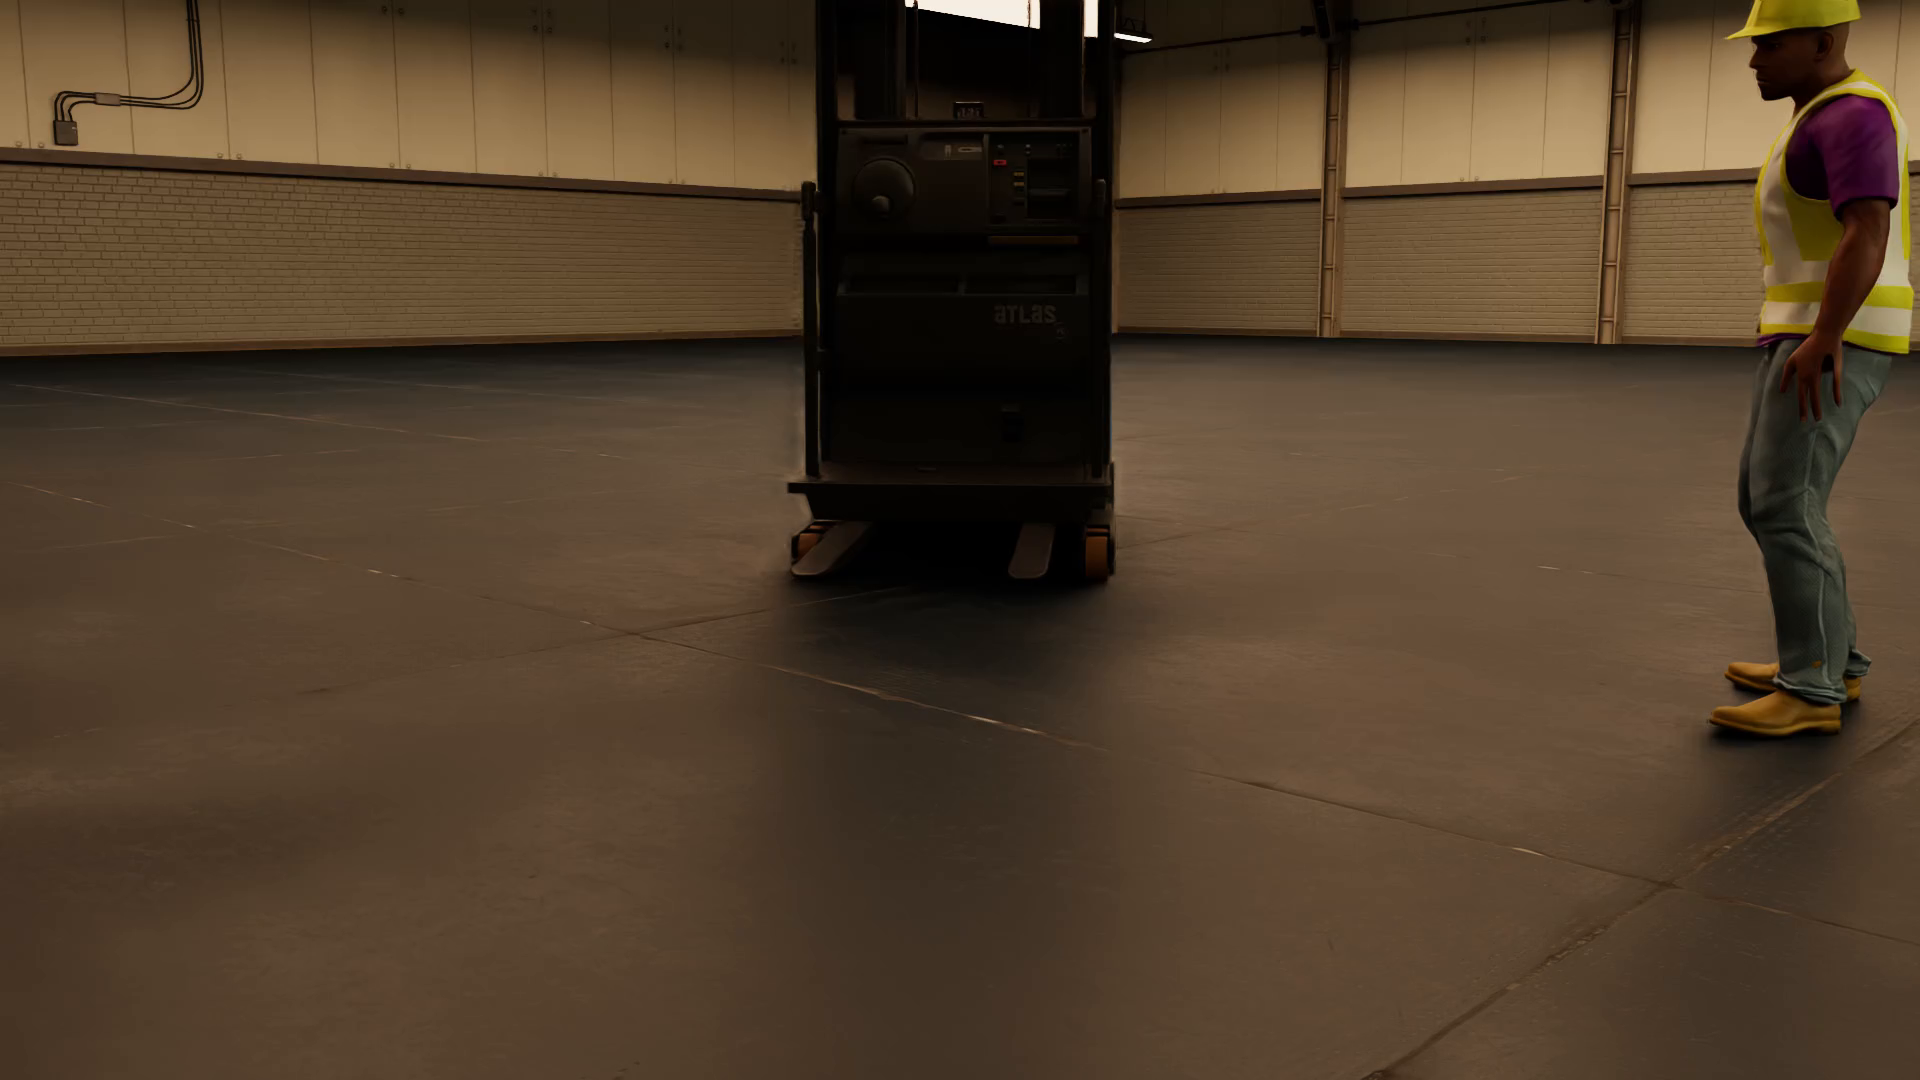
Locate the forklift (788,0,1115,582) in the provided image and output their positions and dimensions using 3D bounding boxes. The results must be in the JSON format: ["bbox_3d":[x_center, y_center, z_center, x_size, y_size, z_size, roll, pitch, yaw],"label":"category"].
[{"bbox_3d":[-0.002,-1.353,5.858,1.130,2.935,3.031,1,9,5],"label":"forklift"}]

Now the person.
[{"bbox_3d":[2.006,-0.462,3.958,0.428,1.737,0.841,3,9,21],"label":"person"}]
